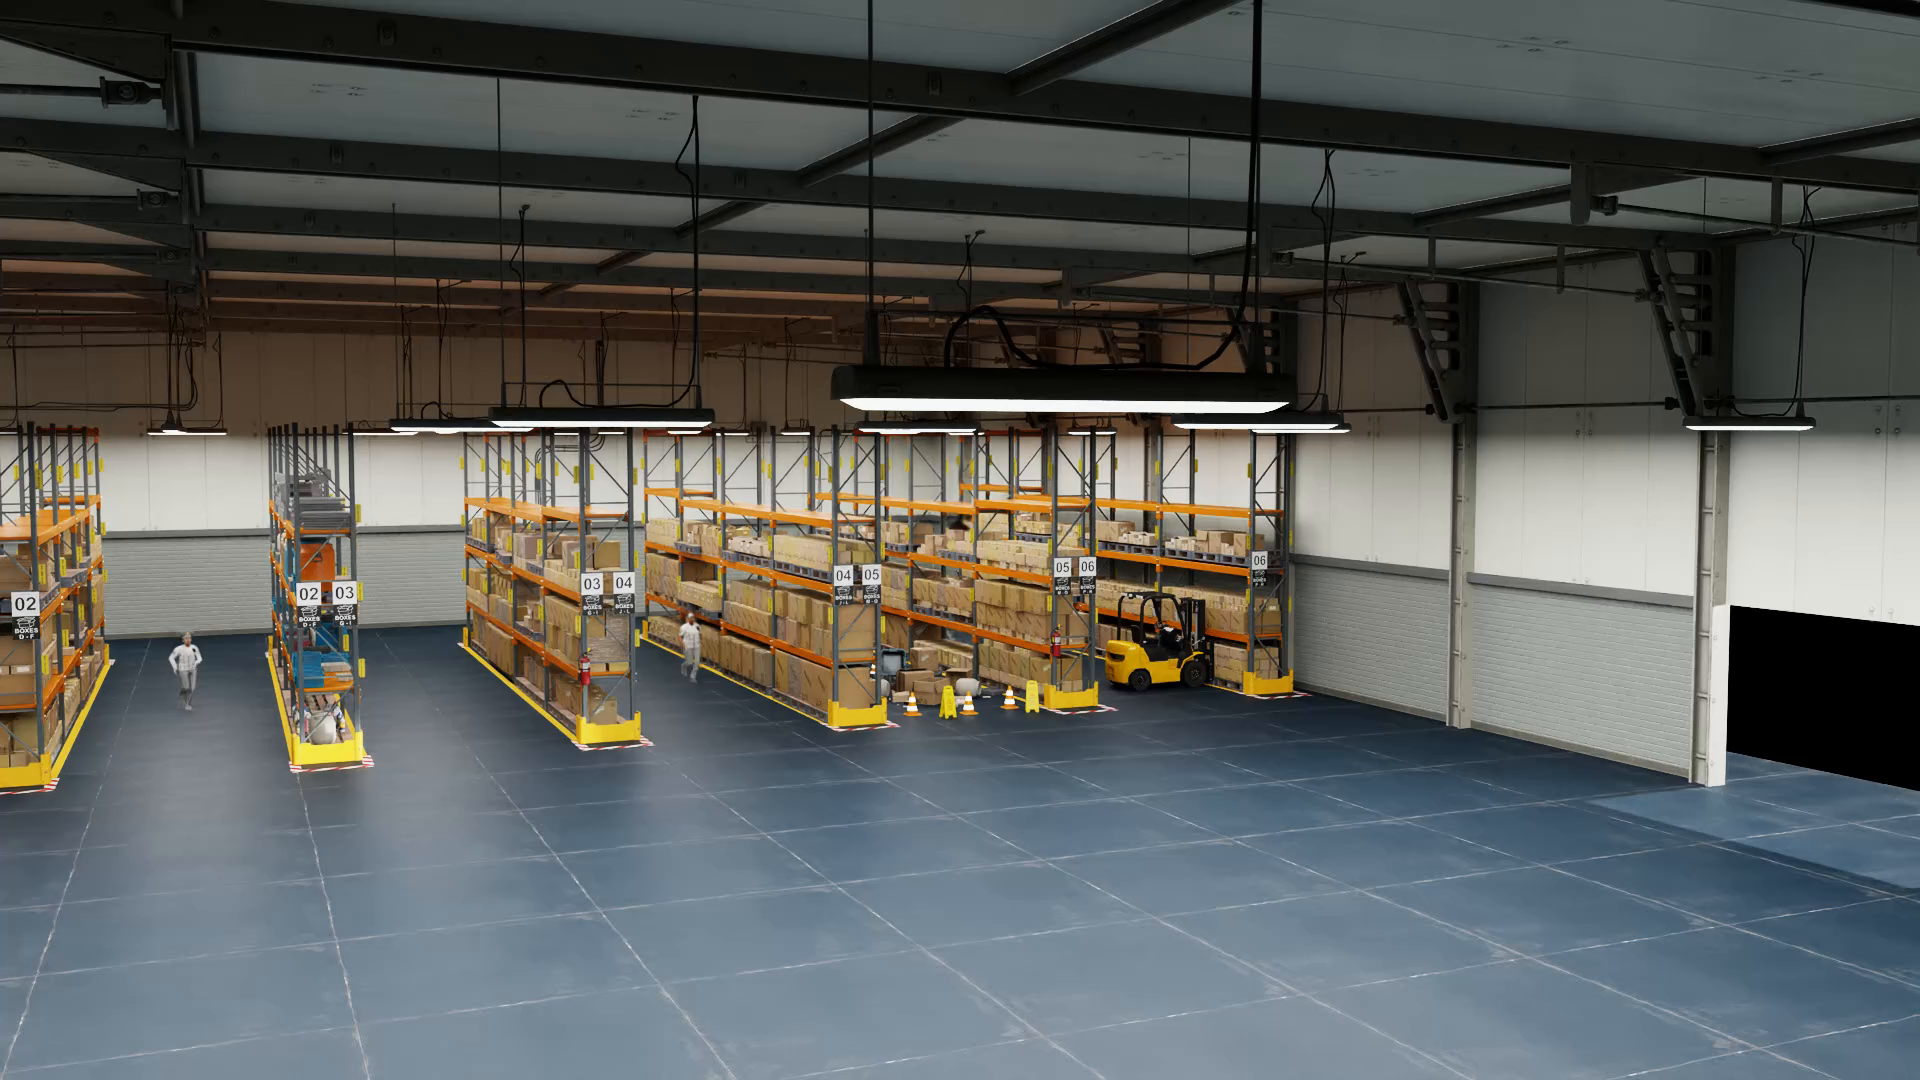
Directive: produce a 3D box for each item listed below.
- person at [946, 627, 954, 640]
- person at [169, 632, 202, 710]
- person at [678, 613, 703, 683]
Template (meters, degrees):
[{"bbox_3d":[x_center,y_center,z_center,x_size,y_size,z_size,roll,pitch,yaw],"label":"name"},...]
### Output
[{"bbox_3d":[-0.289,2.164,45.410,0.525,1.557,0.533,-2,4,-27],"label":"person"},{"bbox_3d":[-16.226,2.759,34.950,0.603,1.659,0.541,-3,5,-41],"label":"person"},{"bbox_3d":[-6.338,2.532,39.197,0.614,1.631,0.575,-2,4,-29],"label":"person"}]
